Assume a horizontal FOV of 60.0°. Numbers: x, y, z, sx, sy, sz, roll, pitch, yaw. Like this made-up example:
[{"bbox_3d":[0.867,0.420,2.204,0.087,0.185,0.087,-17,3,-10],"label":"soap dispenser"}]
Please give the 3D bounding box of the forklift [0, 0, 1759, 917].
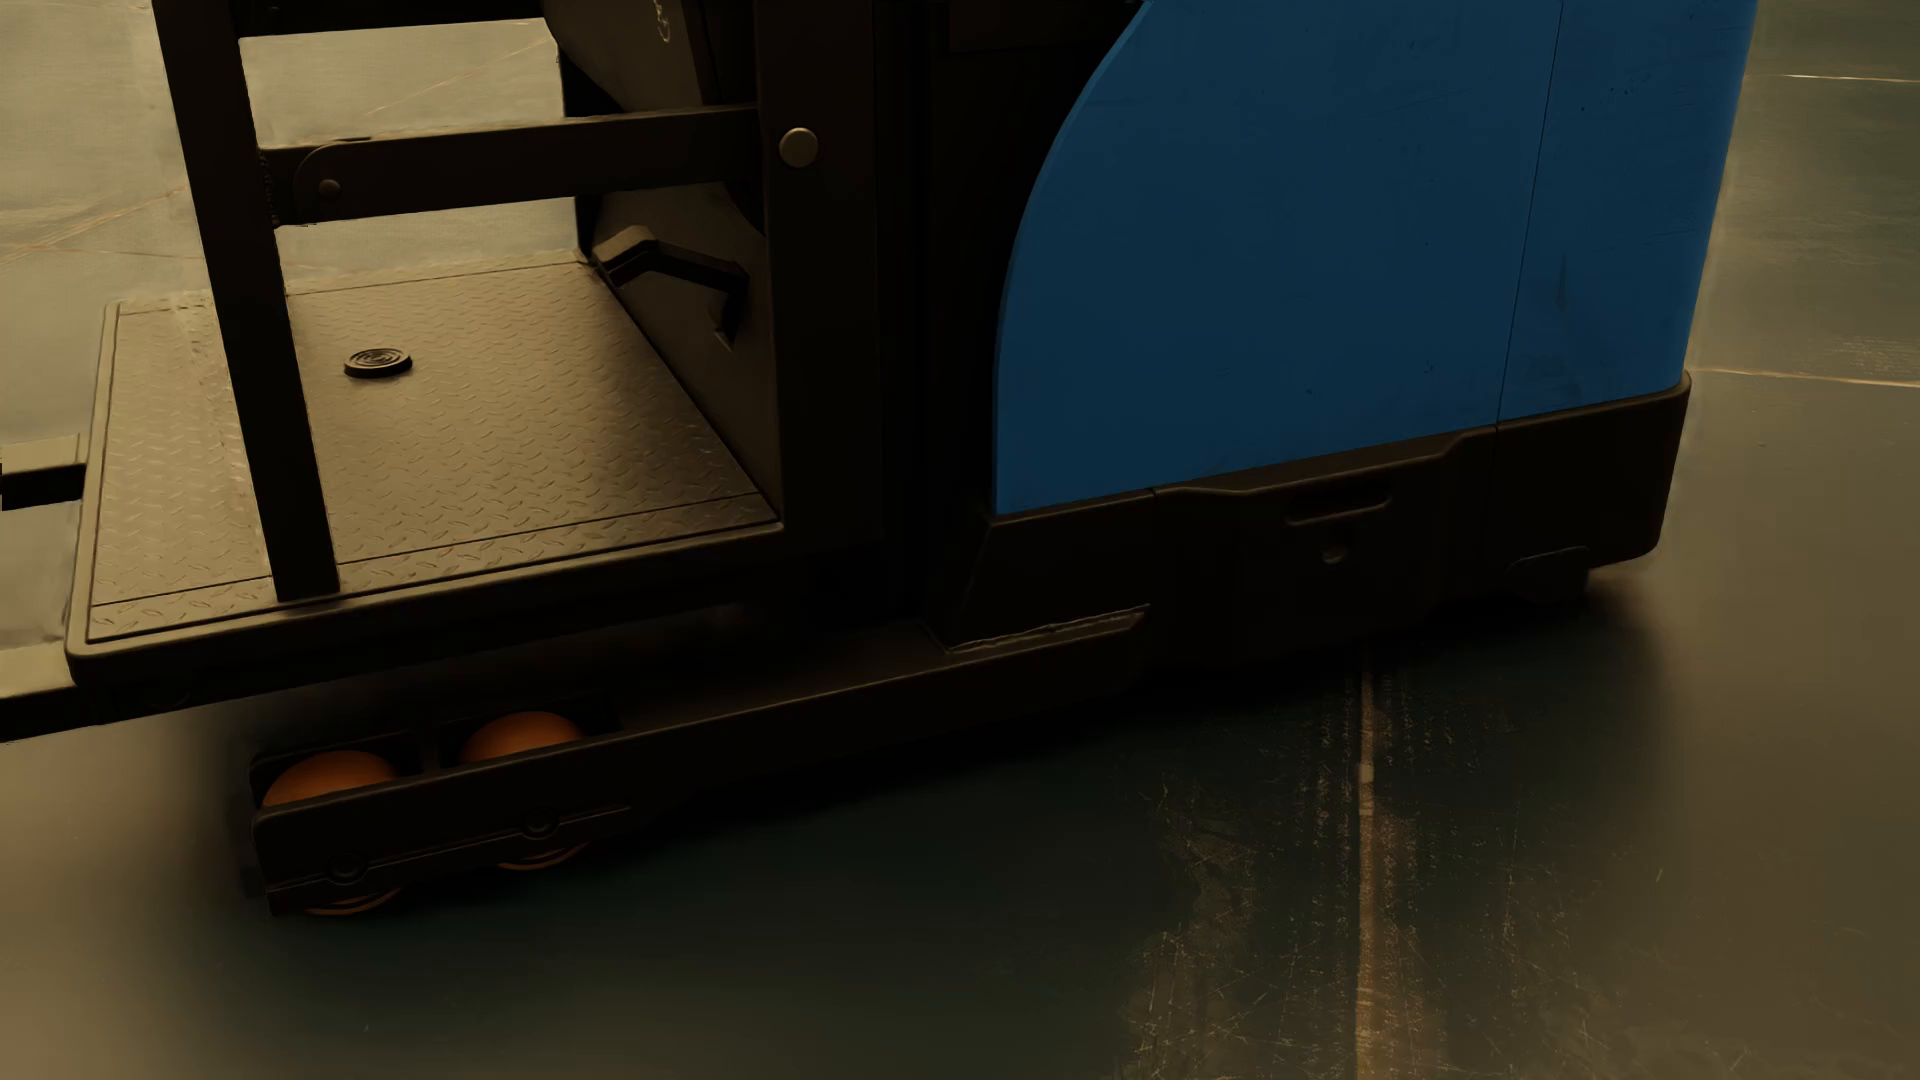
[{"bbox_3d":[-0.576,-1.190,1.604,3.031,2.935,1.130,-11,29,-20],"label":"forklift"}]
